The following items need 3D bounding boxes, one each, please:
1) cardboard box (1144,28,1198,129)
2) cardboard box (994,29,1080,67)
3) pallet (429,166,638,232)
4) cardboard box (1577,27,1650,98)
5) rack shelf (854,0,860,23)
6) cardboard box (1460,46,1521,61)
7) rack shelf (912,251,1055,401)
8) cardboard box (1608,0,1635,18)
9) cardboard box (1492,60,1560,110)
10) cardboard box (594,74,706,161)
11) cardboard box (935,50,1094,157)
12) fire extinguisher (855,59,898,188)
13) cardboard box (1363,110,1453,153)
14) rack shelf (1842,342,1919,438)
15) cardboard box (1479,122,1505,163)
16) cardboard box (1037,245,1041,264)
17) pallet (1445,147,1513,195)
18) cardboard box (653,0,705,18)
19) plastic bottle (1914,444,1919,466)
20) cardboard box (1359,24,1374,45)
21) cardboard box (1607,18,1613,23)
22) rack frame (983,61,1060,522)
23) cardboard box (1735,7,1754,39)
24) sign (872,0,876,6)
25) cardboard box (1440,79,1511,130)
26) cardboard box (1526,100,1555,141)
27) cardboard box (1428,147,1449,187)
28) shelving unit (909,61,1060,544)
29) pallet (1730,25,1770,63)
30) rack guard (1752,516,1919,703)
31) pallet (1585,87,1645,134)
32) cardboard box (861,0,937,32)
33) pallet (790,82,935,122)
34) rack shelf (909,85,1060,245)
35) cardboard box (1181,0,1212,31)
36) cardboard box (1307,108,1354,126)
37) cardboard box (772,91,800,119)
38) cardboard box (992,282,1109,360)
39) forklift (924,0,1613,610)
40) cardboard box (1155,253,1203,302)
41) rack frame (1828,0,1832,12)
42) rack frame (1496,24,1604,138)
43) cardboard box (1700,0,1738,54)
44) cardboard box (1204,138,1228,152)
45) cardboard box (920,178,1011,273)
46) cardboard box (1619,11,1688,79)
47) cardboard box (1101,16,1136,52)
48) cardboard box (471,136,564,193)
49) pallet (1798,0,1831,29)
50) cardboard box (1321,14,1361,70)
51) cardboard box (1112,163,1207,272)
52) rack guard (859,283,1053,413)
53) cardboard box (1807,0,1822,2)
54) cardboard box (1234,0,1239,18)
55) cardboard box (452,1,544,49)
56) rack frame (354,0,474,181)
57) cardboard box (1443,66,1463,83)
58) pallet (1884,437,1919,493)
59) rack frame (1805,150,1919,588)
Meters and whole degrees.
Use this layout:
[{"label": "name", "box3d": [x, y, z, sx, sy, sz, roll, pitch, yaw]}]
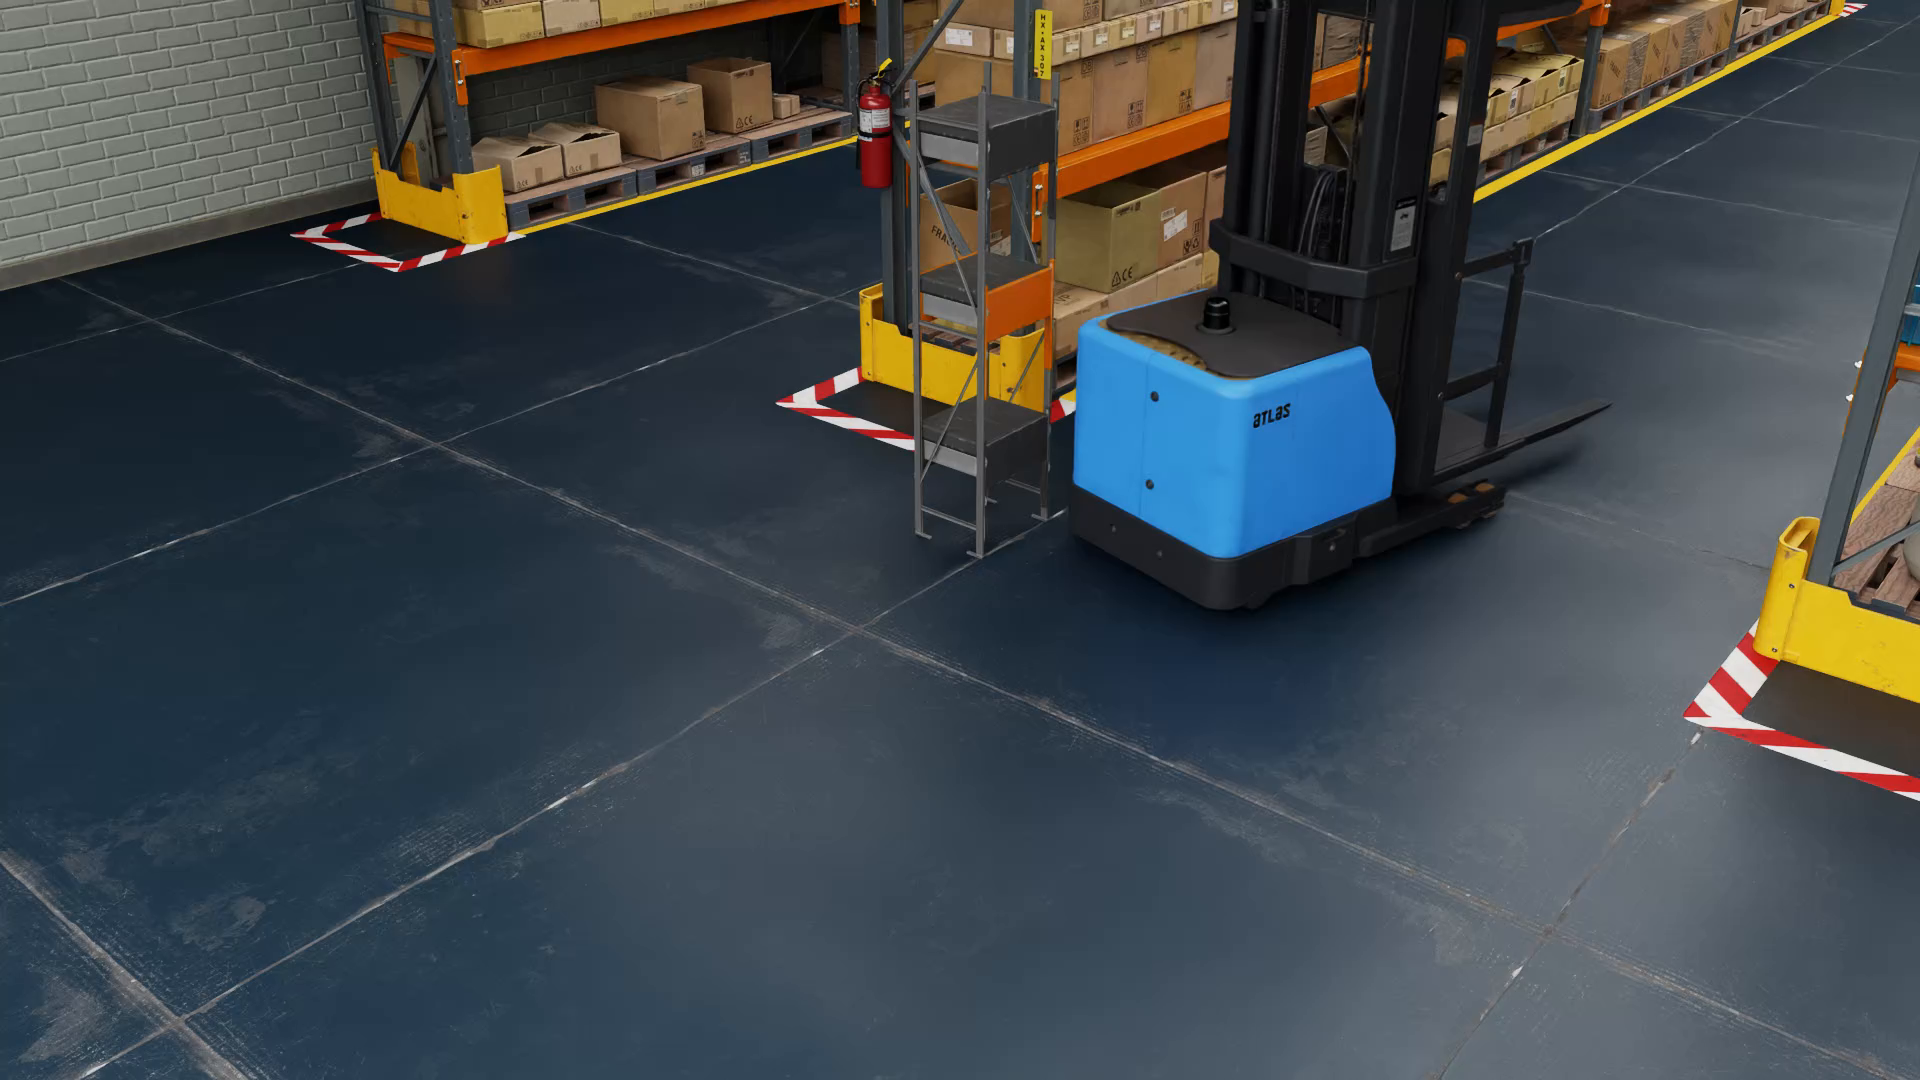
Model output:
[{"label": "cardboard box", "box3d": [0.941, -2.742, 9.677, 0.700, 0.500, 0.500, 21, 34, 35]}, {"label": "cardboard box", "box3d": [0.399, -2.583, 8.663, 0.380, 0.149, 0.250, 20, 34, 34]}, {"label": "pallet", "box3d": [-3.249, -2.687, 12.713, 1.003, 0.211, 1.213, 21, 34, 34]}, {"label": "cardboard box", "box3d": [5.911, -4.361, 15.156, 0.500, 0.500, 0.500, 19, 33, 33]}, {"label": "rack shelf", "box3d": [-0.025, -5.428, 15.761, 1.077, 0.370, 4.000, 21, 34, 34]}, {"label": "cardboard box", "box3d": [4.512, -4.125, 14.384, 0.500, 0.311, 0.500, 22, 35, 36]}, {"label": "rack shelf", "box3d": [0.105, -0.979, 7.387, 0.431, 0.518, 0.480, 21, 34, 34]}, {"label": "cardboard box", "box3d": [6.166, -5.214, 15.990, 0.500, 0.250, 0.500, 20, 33, 33]}, {"label": "cardboard box", "box3d": [4.603, -3.781, 13.719, 0.500, 0.311, 0.500, 20, 34, 34]}, {"label": "cardboard box", "box3d": [-2.464, -3.372, 13.246, 0.700, 0.500, 0.500, 18, 33, 31]}, {"label": "cardboard box", "box3d": [0.290, -2.380, 8.977, 0.700, 0.500, 0.500, 21, 34, 34]}, {"label": "fire extinguisher", "box3d": [-0.450, -2.233, 8.887, 0.296, 0.674, 0.183, 21, 34, 34]}, {"label": "cardboard box", "box3d": [3.305, -3.056, 12.318, 0.500, 0.311, 0.500, 20, 34, 34]}, {"label": "rack shelf", "box3d": [5.075, -1.115, 7.423, 1.077, 0.370, 4.000, 21, 34, 34]}, {"label": "cardboard box", "box3d": [3.953, -3.173, 13.155, 0.500, 0.250, 0.500, 22, 34, 35]}, {"label": "cardboard box", "box3d": [0.405, -1.596, 10.107, 0.500, 0.250, 0.500, 21, 34, 34]}, {"label": "pallet", "box3d": [3.742, -3.061, 13.437, 1.003, 0.211, 1.213, 21, 34, 34]}, {"label": "cardboard box", "box3d": [-2.315, -4.189, 12.724, 0.500, 0.250, 0.500, 21, 34, 35]}, {"label": "plastic bottle", "box3d": [4.633, -0.457, 7.935, 0.097, 0.201, 0.097, 0, 27, 0]}, {"label": "cardboard box", "box3d": [2.807, -3.713, 11.826, 0.500, 0.250, 0.500, 23, 35, 37]}, {"label": "cardboard box", "box3d": [5.815, -4.679, 15.772, 0.500, 0.500, 0.500, 19, 33, 33]}, {"label": "rack frame", "box3d": [0.261, -1.078, 7.548, 0.400, 2.100, 0.015, 21, 34, 34]}, {"label": "cardboard box", "box3d": [8.050, -5.515, 17.594, 0.500, 0.311, 0.500, 21, 34, 34]}, {"label": "sign", "box3d": [-0.427, -2.957, 8.683, 0.100, 0.325, 0.005, 21, 34, 34]}, {"label": "cardboard box", "box3d": [3.960, -3.426, 13.032, 0.500, 0.311, 0.500, 22, 34, 36]}, {"label": "cardboard box", "box3d": [4.600, -3.534, 13.852, 0.500, 0.250, 0.500, 20, 34, 34]}, {"label": "cardboard box", "box3d": [3.301, -2.809, 12.451, 0.500, 0.250, 0.500, 22, 34, 36]}, {"label": "shelving unit", "box3d": [0.107, -0.992, 7.383, 0.431, 2.100, 0.499, 21, 34, 34]}, {"label": "pallet", "box3d": [8.054, -5.433, 18.023, 1.003, 0.211, 1.213, 21, 34, 34]}, {"label": "rack guard", "box3d": [3.815, 0.345, 6.540, 1.175, 0.500, 0.348, 21, 34, 34]}, {"label": "pallet", "box3d": [5.576, -4.025, 15.302, 1.003, 0.211, 1.213, 21, 34, 34]}, {"label": "cardboard box", "box3d": [-0.564, -4.880, 15.344, 0.500, 0.250, 0.500, 20, 33, 33]}, {"label": "pallet", "box3d": [-0.803, -4.077, 15.400, 1.003, 0.211, 1.213, 21, 34, 34]}, {"label": "rack shelf", "box3d": [0.105, -1.601, 7.066, 0.431, 0.518, 0.480, 21, 34, 34]}, {"label": "cardboard box", "box3d": [1.217, -3.040, 9.547, 0.380, 0.149, 0.250, 20, 34, 34]}, {"label": "cardboard box", "box3d": [2.564, -3.034, 12.275, 0.500, 0.311, 0.500, 21, 34, 34]}, {"label": "cardboard box", "box3d": [-1.614, -3.777, 14.392, 0.380, 0.166, 0.250, 16, 31, 28]}, {"label": "cardboard box", "box3d": [0.496, -1.264, 9.465, 0.500, 0.250, 0.500, 21, 34, 34]}, {"label": "forklift", "box3d": [1.656, -1.554, 7.564, 3.499, 2.935, 1.607, -19, 33, -32]}, {"label": "cardboard box", "box3d": [1.130, -1.620, 10.152, 0.500, 0.250, 0.500, 21, 34, 34]}, {"label": "rack frame", "box3d": [10.160, -7.847, 19.653, 1.000, 3.000, 0.127, 21, 34, 34]}, {"label": "rack frame", "box3d": [5.072, -5.010, 14.171, 1.000, 3.000, 0.127, 21, 34, 34]}, {"label": "cardboard box", "box3d": [7.523, -5.255, 16.885, 0.500, 0.500, 0.500, 21, 34, 34]}, {"label": "cardboard box", "box3d": [1.759, -2.310, 10.670, 0.500, 0.500, 0.500, 21, 34, 34]}, {"label": "cardboard box", "box3d": [0.095, -1.749, 9.586, 0.500, 0.500, 0.500, 21, 34, 34]}, {"label": "cardboard box", "box3d": [6.561, -4.724, 15.858, 0.500, 0.500, 0.500, 19, 33, 33]}, {"label": "cardboard box", "box3d": [0.725, -2.765, 9.016, 0.380, 0.149, 0.250, 21, 34, 35]}, {"label": "cardboard box", "box3d": [-3.332, -2.841, 12.424, 0.500, 0.311, 0.500, 17, 32, 29]}, {"label": "pallet", "box3d": [9.606, -6.298, 19.695, 1.003, 0.211, 1.213, 21, 34, 34]}, {"label": "cardboard box", "box3d": [2.250, -3.477, 11.099, 0.700, 0.500, 0.500, 20, 33, 33]}, {"label": "cardboard box", "box3d": [1.121, -1.956, 9.986, 0.500, 0.500, 0.500, 21, 34, 34]}, {"label": "rack guard", "box3d": [-0.032, -1.055, 9.246, 1.175, 0.500, 0.348, 21, 34, 34]}, {"label": "cardboard box", "box3d": [10.005, -6.667, 19.615, 0.500, 0.500, 0.500, 21, 34, 34]}, {"label": "cardboard box", "box3d": [1.544, -3.221, 9.897, 0.380, 0.149, 0.250, 22, 35, 36]}, {"label": "cardboard box", "box3d": [-3.286, -3.643, 11.669, 0.500, 0.250, 0.500, 20, 33, 33]}, {"label": "rack frame", "box3d": [-3.841, -3.620, 11.484, 1.000, 3.000, 0.127, 21, 34, 34]}, {"label": "cardboard box", "box3d": [3.858, -3.756, 13.671, 0.500, 0.311, 0.500, 20, 33, 33]}, {"label": "pallet", "box3d": [5.112, -0.244, 7.992, 1.003, 0.211, 1.213, 21, 34, 34]}, {"label": "rack frame", "box3d": [3.803, -0.725, 5.887, 1.000, 3.000, 0.127, 21, 34, 34]}]
